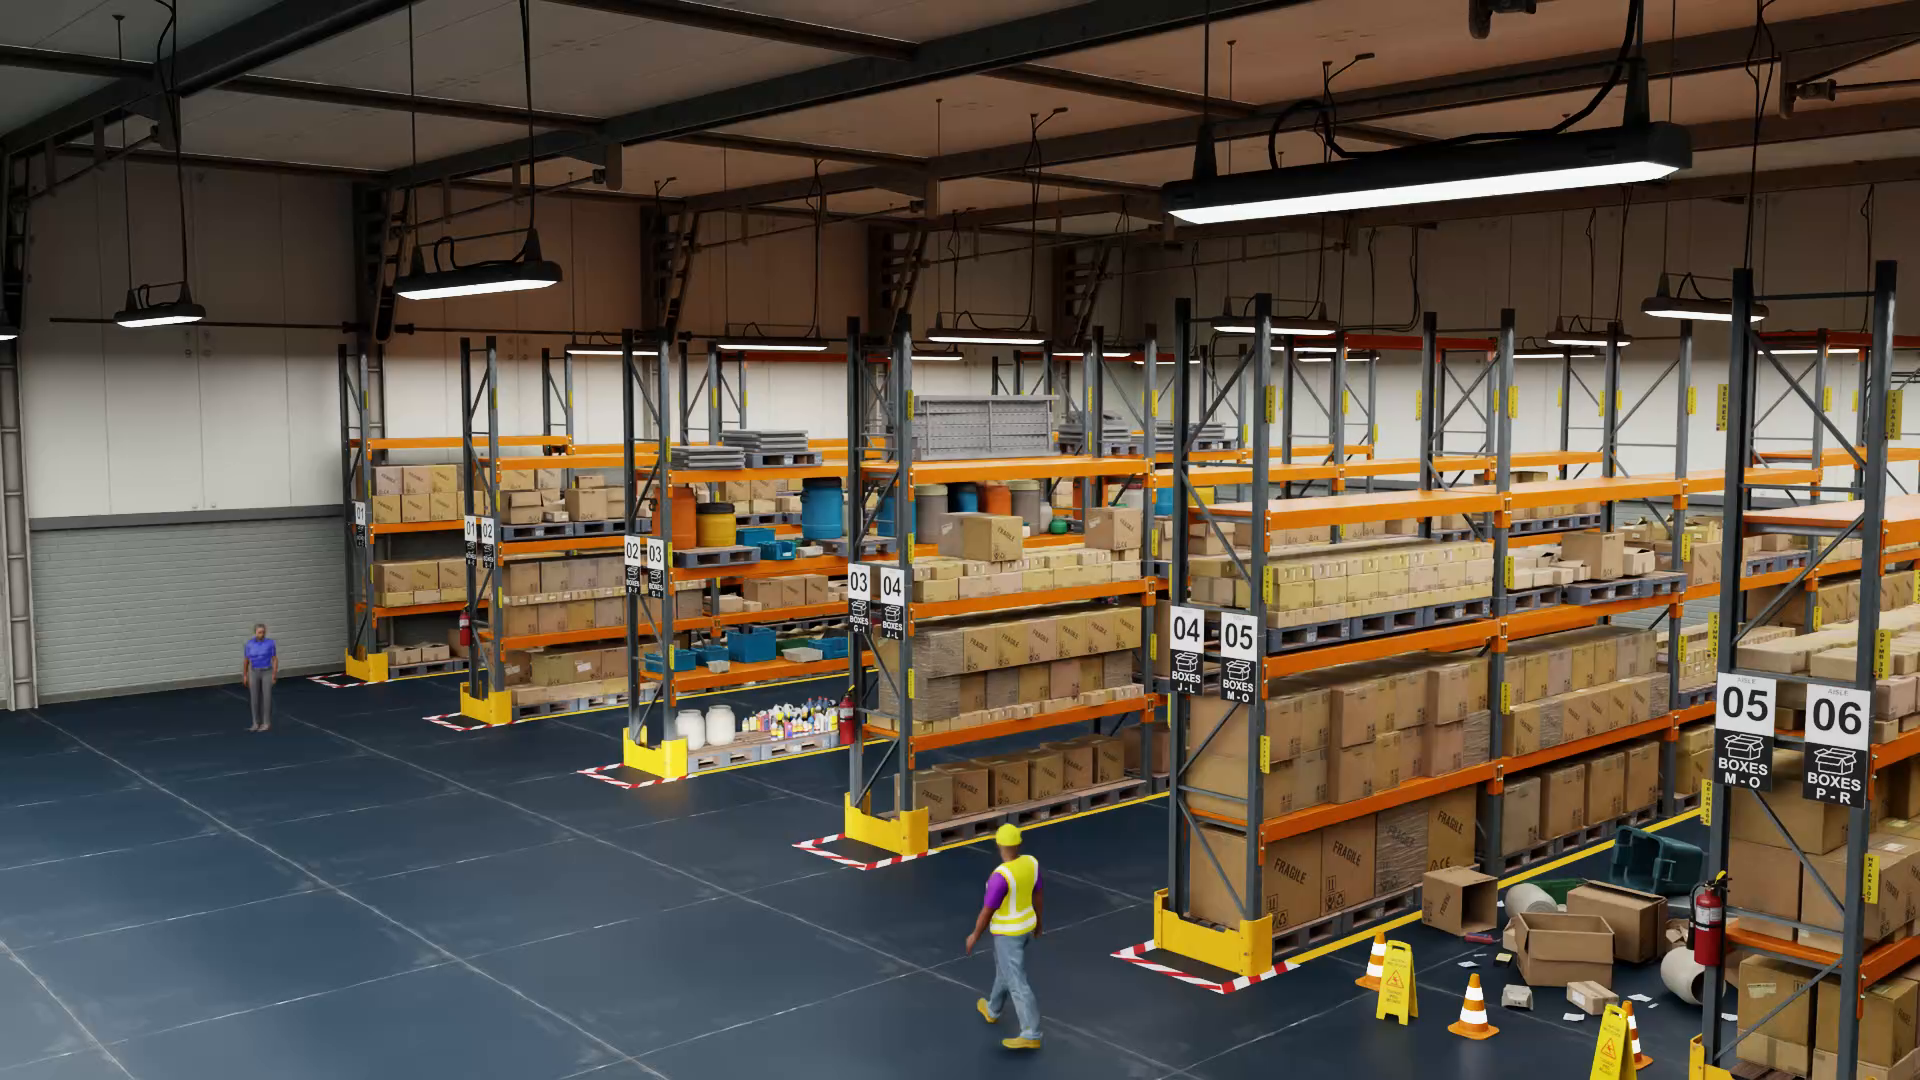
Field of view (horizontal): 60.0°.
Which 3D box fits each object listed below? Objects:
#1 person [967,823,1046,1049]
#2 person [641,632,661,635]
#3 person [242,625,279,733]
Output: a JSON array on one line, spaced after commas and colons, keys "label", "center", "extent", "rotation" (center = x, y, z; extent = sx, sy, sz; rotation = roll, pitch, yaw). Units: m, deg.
[{"label": "person", "center": [0.378, 3.108, 13.281], "extent": [0.804, 1.744, 0.669], "rotation": [2, 6, 24]}, {"label": "person", "center": [-5.954, 1.447, 31.760], "extent": [0.485, 1.818, 0.567], "rotation": [0, 5, 1]}, {"label": "person", "center": [-10.631, 2.097, 25.272], "extent": [0.534, 1.648, 0.464], "rotation": [-2, 5, -19]}]
